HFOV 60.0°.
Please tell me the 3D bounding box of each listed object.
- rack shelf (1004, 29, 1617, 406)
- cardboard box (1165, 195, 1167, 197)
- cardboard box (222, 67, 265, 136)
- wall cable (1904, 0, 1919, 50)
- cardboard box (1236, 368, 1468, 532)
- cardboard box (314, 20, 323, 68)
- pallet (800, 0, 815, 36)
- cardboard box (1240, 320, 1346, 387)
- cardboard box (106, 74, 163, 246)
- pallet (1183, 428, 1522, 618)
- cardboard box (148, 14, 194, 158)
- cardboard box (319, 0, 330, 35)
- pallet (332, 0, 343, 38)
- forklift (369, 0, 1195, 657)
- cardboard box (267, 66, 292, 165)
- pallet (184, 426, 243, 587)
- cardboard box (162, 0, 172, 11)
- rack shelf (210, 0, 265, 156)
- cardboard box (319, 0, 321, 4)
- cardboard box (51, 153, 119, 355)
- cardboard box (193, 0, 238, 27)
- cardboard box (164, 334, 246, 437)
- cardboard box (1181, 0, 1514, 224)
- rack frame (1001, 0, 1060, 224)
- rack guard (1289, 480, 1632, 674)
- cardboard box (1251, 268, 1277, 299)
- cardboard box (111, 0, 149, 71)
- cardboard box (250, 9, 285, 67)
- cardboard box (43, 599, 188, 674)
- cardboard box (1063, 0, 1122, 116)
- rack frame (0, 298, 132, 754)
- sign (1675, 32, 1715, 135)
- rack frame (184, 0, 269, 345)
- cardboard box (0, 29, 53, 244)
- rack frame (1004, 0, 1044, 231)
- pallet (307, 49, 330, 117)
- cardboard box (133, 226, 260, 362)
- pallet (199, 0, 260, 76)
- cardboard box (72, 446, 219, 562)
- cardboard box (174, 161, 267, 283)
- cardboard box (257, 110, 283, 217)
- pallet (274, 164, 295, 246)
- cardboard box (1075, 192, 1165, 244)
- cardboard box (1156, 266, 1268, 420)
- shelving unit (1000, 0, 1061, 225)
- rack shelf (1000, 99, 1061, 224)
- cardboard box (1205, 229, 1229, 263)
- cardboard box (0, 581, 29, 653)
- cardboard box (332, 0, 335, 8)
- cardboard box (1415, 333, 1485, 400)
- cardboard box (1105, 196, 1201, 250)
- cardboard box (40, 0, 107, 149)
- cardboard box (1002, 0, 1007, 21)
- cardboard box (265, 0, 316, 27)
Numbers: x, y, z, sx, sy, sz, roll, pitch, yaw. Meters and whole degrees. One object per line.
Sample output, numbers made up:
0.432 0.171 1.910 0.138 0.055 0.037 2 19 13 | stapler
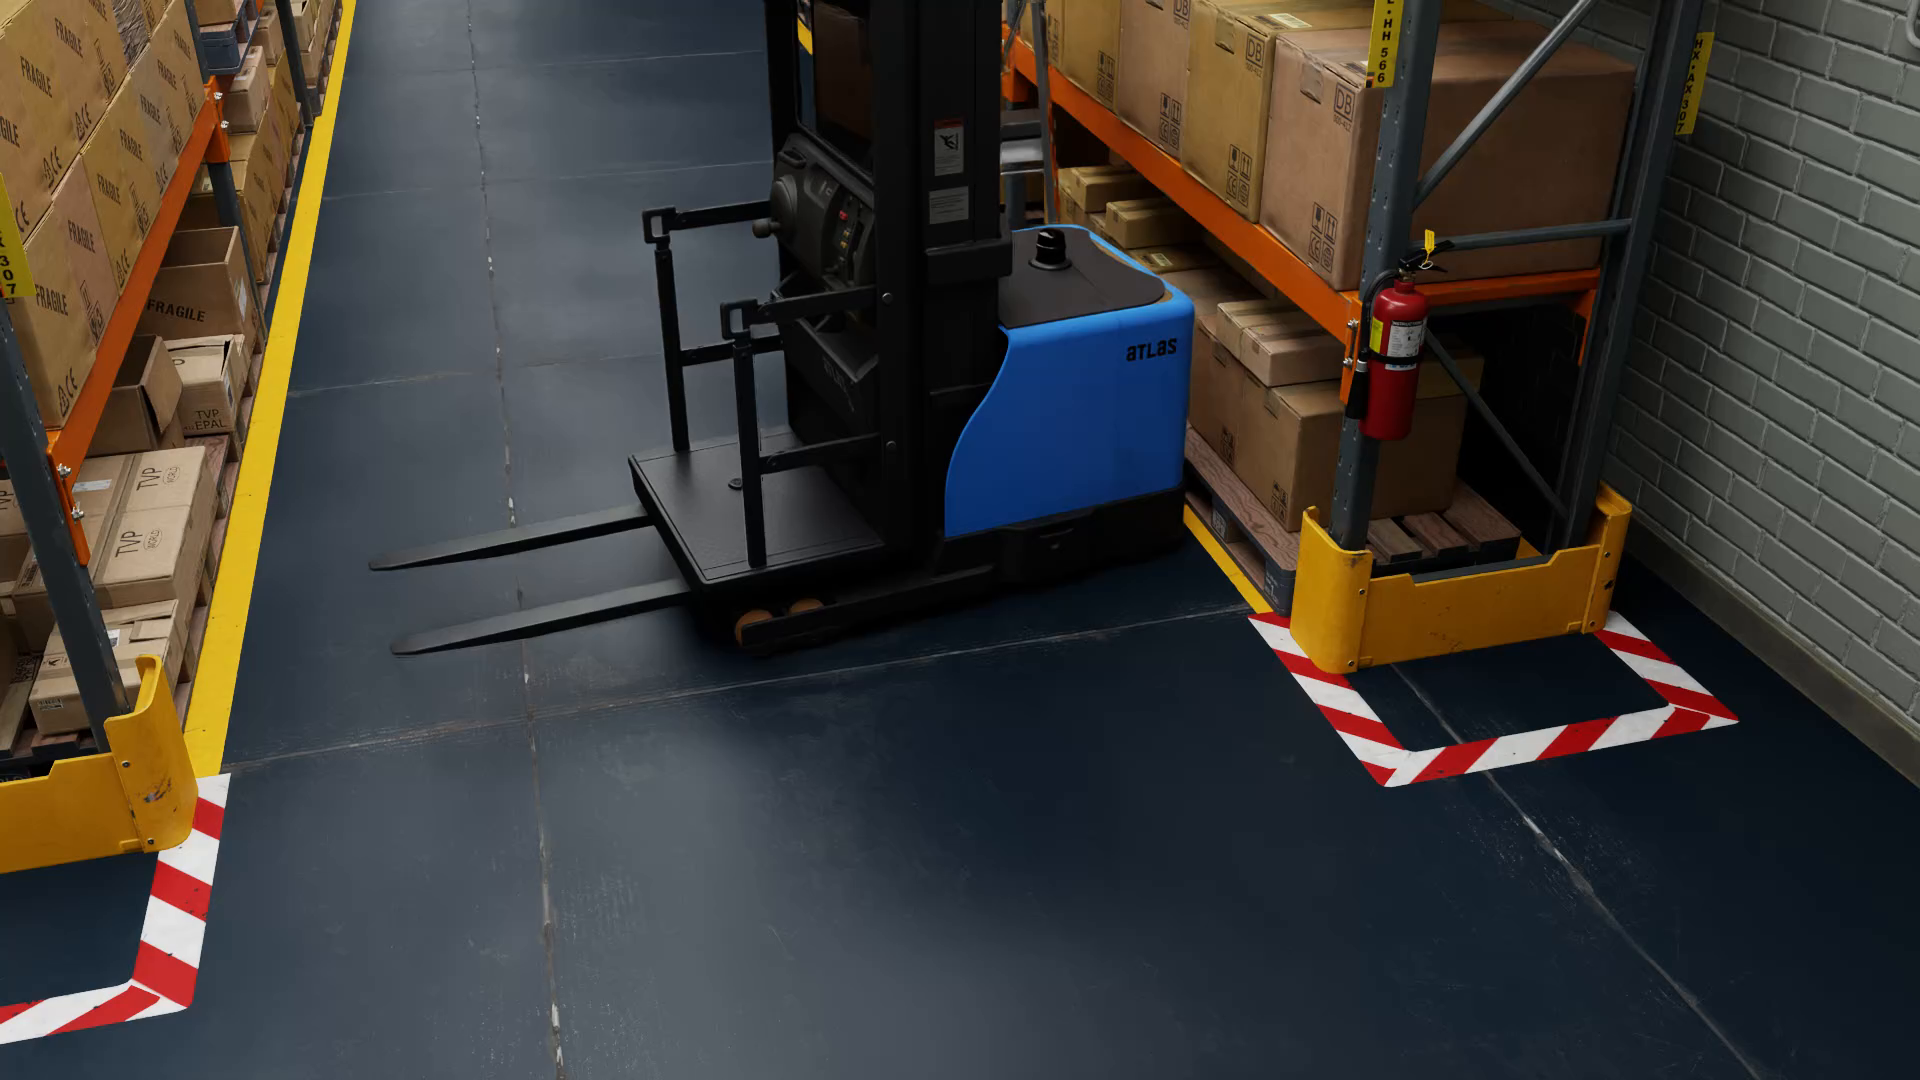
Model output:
1.277 -1.639 7.305 1.077 0.370 4.000 -8 31 -13 | rack shelf
1.211 -1.637 8.012 0.380 0.149 0.250 -9 31 -15 | cardboard box
-4.188 -2.438 9.275 0.500 0.250 0.500 -8 31 -13 | cardboard box
3.060 -0.931 4.350 0.084 1.984 1.851 -8 31 -13 | wall cable
1.526 -0.409 6.538 0.700 0.500 0.500 -8 31 -13 | cardboard box
-5.080 -3.714 12.498 0.500 0.250 0.500 -9 31 -15 | cardboard box
-0.842 -4.607 14.499 1.003 0.211 1.213 -8 31 -13 | pallet
1.316 -0.727 6.441 0.380 0.149 0.250 -8 31 -14 | cardboard box
-3.234 -1.349 5.987 0.500 0.500 0.500 -7 31 -13 | cardboard box
1.520 -0.153 6.804 1.003 0.211 1.213 -8 31 -13 | pallet
-3.510 -1.843 6.840 0.500 0.500 0.500 -7 31 -12 | cardboard box
-5.360 -4.212 13.358 0.500 0.250 0.500 -7 31 -12 | cardboard box
-5.919 -4.562 14.421 1.003 0.211 1.213 -8 31 -13 | pallet
-0.673 -1.148 5.807 3.031 2.935 1.130 -12 32 -20 | forklift
-4.479 -2.626 10.348 0.500 0.500 0.500 -9 31 -15 | cardboard box
-3.520 -0.127 6.758 1.003 0.211 1.213 -8 31 -13 | pallet
-3.645 -2.522 7.015 0.500 0.500 0.500 -8 31 -13 | cardboard box
-4.560 -2.910 9.502 1.077 0.370 4.000 -8 31 -13 | rack shelf
-5.364 -4.461 13.229 0.500 0.311 0.500 -8 31 -14 | cardboard box
-2.973 -0.865 5.150 0.500 0.500 0.500 -8 31 -14 | cardboard box
-3.939 -2.739 7.969 0.700 0.500 0.500 -19 35 -30 | cardboard box
-3.405 -0.683 7.180 0.500 0.311 0.500 -8 31 -13 | cardboard box
1.459 -1.709 6.409 0.980 0.700 0.700 -8 31 -14 | cardboard box
0.240 -1.774 7.704 0.400 2.100 0.015 -4 21 6 | rack frame
1.814 0.109 6.062 1.175 0.500 0.348 -8 31 -13 | rack guard
1.482 -1.144 7.161 0.380 0.149 0.250 -7 31 -13 | cardboard box
-3.373 -2.031 6.167 0.500 0.500 0.500 -8 31 -13 | cardboard box
-4.597 -3.174 10.546 0.500 0.250 0.500 -7 31 -11 | cardboard box
-2.813 0.343 5.552 0.380 0.166 0.250 -8 31 -13 | cardboard box
1.063 -2.428 7.652 0.980 0.700 0.700 -9 31 -15 | cardboard box
-2.967 -0.324 4.315 1.000 3.000 0.127 -8 31 -13 | rack frame
2.345 -1.464 5.342 0.100 0.325 0.005 -8 31 -13 | sign
-4.029 -2.256 7.653 1.000 3.000 0.127 -8 31 -13 | rack frame
-2.831 -1.049 4.470 0.500 0.500 0.500 -7 31 -12 | cardboard box
0.746 -2.916 8.794 1.000 3.000 0.127 -8 31 -13 | rack frame
-5.271 -3.384 12.385 1.003 0.211 1.213 -8 31 -13 | pallet
-3.604 -1.127 7.758 0.500 0.500 0.500 -8 31 -13 | cardboard box
-4.136 -2.573 8.393 1.003 0.211 1.213 -8 31 -13 | pallet
-3.103 -0.107 6.247 0.500 0.250 0.500 -8 31 -13 | cardboard box
-3.922 -1.630 8.628 0.500 0.500 0.500 -9 31 -16 | cardboard box
-4.200 -2.129 9.490 0.500 0.500 0.500 -7 31 -13 | cardboard box
-4.608 -2.027 10.041 1.003 0.211 1.213 -8 31 -13 | pallet
0.976 -1.398 8.247 0.700 0.500 0.500 -8 31 -14 | cardboard box
1.259 -0.893 7.375 0.700 0.500 0.500 -9 31 -15 | cardboard box
0.221 -1.687 7.477 0.431 2.100 0.503 -4 21 6 | shelving unit
0.222 -1.675 7.482 0.431 0.518 0.480 -4 21 6 | rack shelf
1.347 -1.390 7.586 0.380 0.149 0.250 -8 31 -14 | cardboard box
-3.370 0.275 5.670 0.380 0.166 0.250 -8 31 -13 | cardboard box
-5.630 -4.705 14.210 0.500 0.250 0.500 -8 31 -14 | cardboard box
1.752 -0.656 6.317 0.380 0.149 0.250 -8 31 -13 | cardboard box
0.900 -1.480 7.742 0.380 0.149 0.250 -9 31 -15 | cardboard box
-3.105 -1.543 5.323 0.500 0.500 0.500 -7 31 -13 | cardboard box
0.384 -2.942 9.069 0.380 0.149 0.250 -8 31 -13 | cardboard box
-5.094 -3.967 12.374 0.500 0.311 0.500 -9 31 -15 | cardboard box
